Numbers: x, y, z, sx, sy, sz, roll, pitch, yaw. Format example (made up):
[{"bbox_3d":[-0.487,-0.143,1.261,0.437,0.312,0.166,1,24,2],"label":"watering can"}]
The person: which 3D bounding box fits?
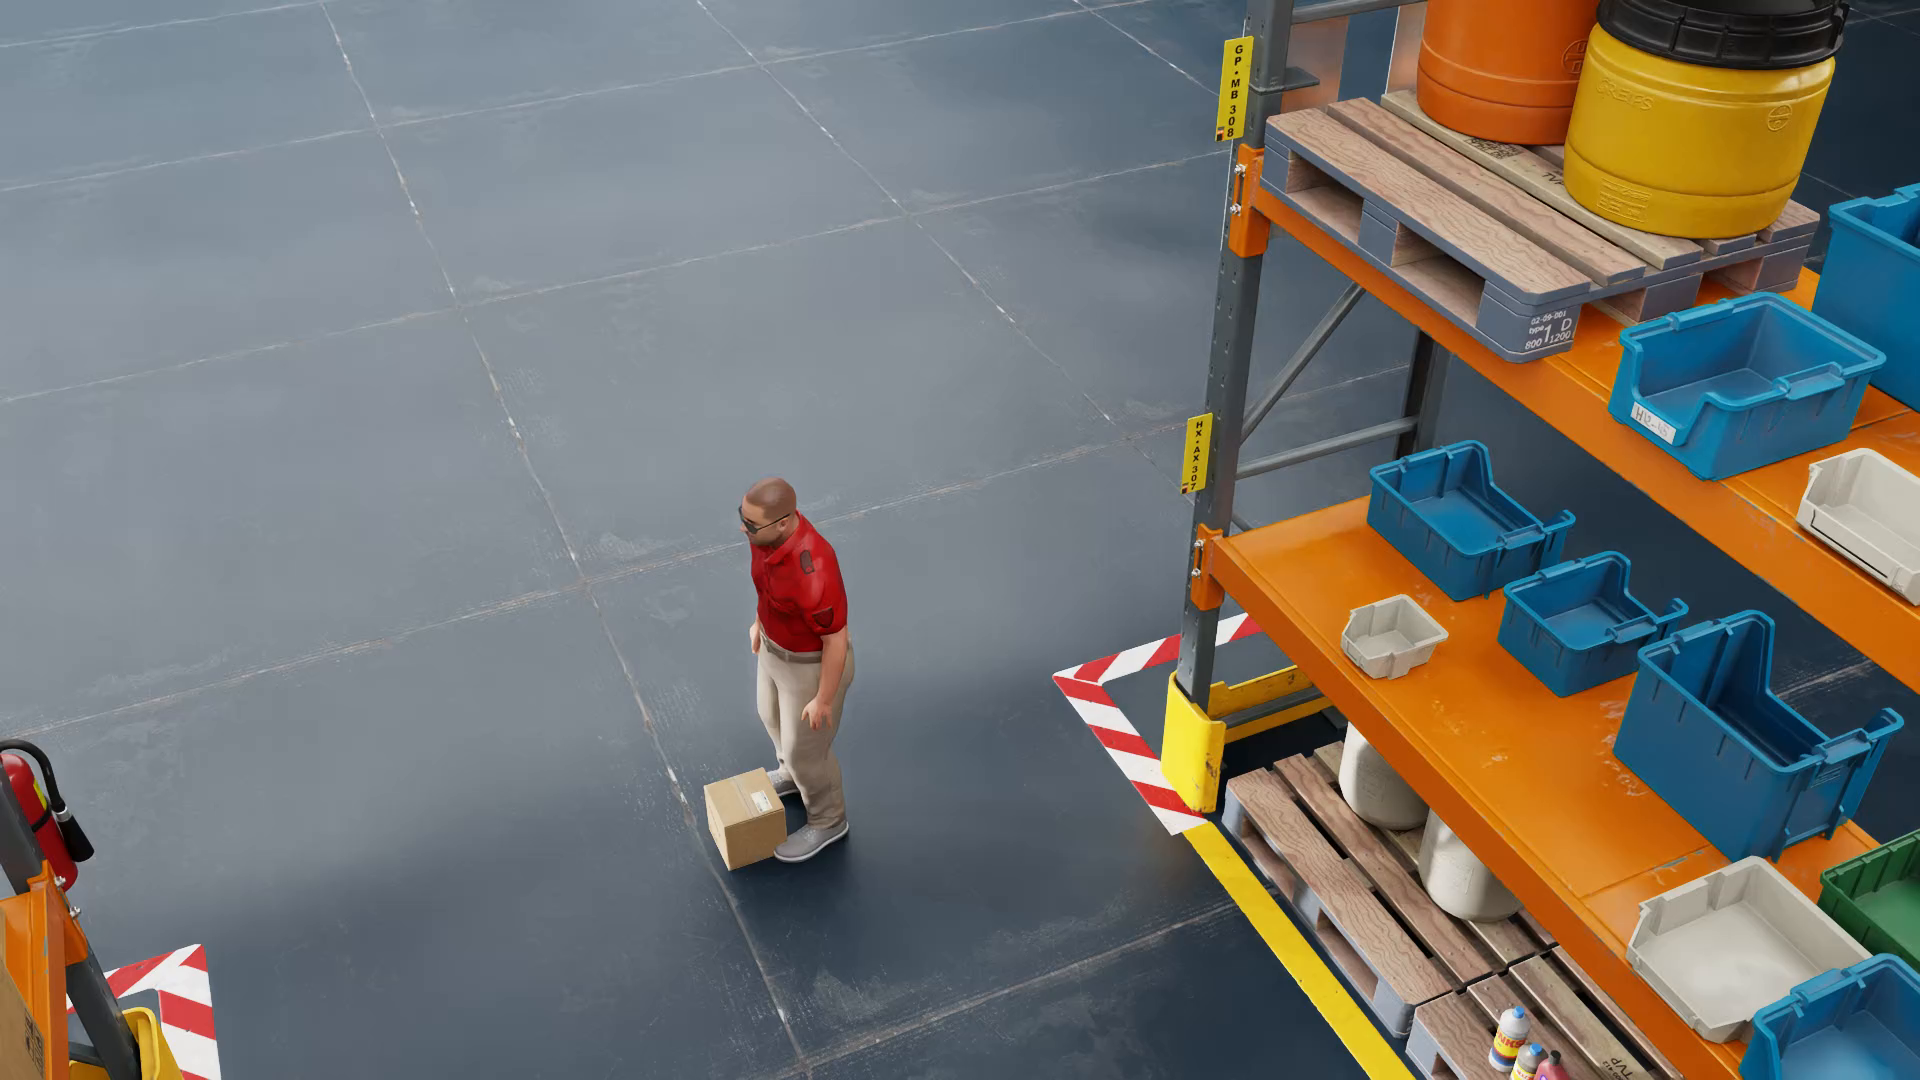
[{"bbox_3d":[-0.623,0.455,6.264,0.401,1.726,0.605,-18,41,-23],"label":"person"}]
